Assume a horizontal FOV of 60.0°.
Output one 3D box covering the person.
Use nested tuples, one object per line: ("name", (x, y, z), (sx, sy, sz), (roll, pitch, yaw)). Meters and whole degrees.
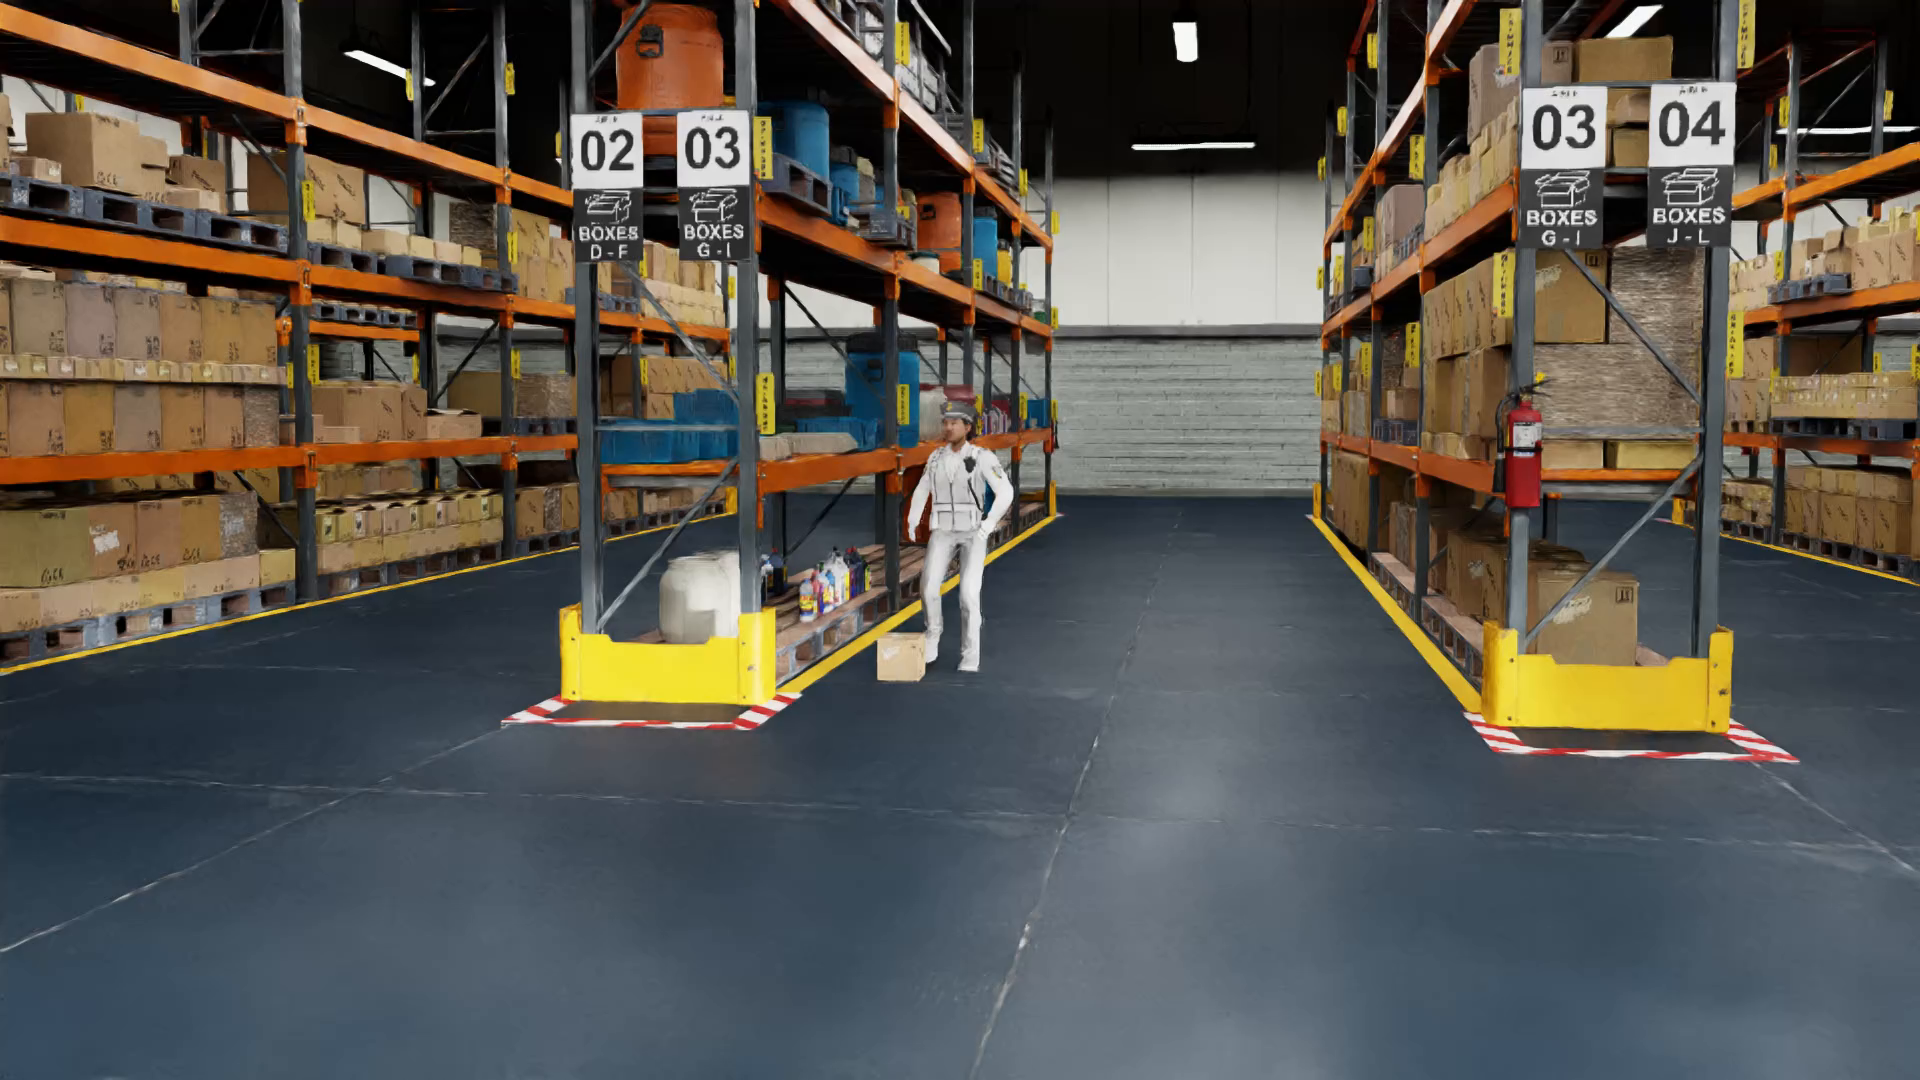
("person", (-0.008, -0.026, 10.249), (0.675, 1.668, 0.467), (1, 5, 14))
